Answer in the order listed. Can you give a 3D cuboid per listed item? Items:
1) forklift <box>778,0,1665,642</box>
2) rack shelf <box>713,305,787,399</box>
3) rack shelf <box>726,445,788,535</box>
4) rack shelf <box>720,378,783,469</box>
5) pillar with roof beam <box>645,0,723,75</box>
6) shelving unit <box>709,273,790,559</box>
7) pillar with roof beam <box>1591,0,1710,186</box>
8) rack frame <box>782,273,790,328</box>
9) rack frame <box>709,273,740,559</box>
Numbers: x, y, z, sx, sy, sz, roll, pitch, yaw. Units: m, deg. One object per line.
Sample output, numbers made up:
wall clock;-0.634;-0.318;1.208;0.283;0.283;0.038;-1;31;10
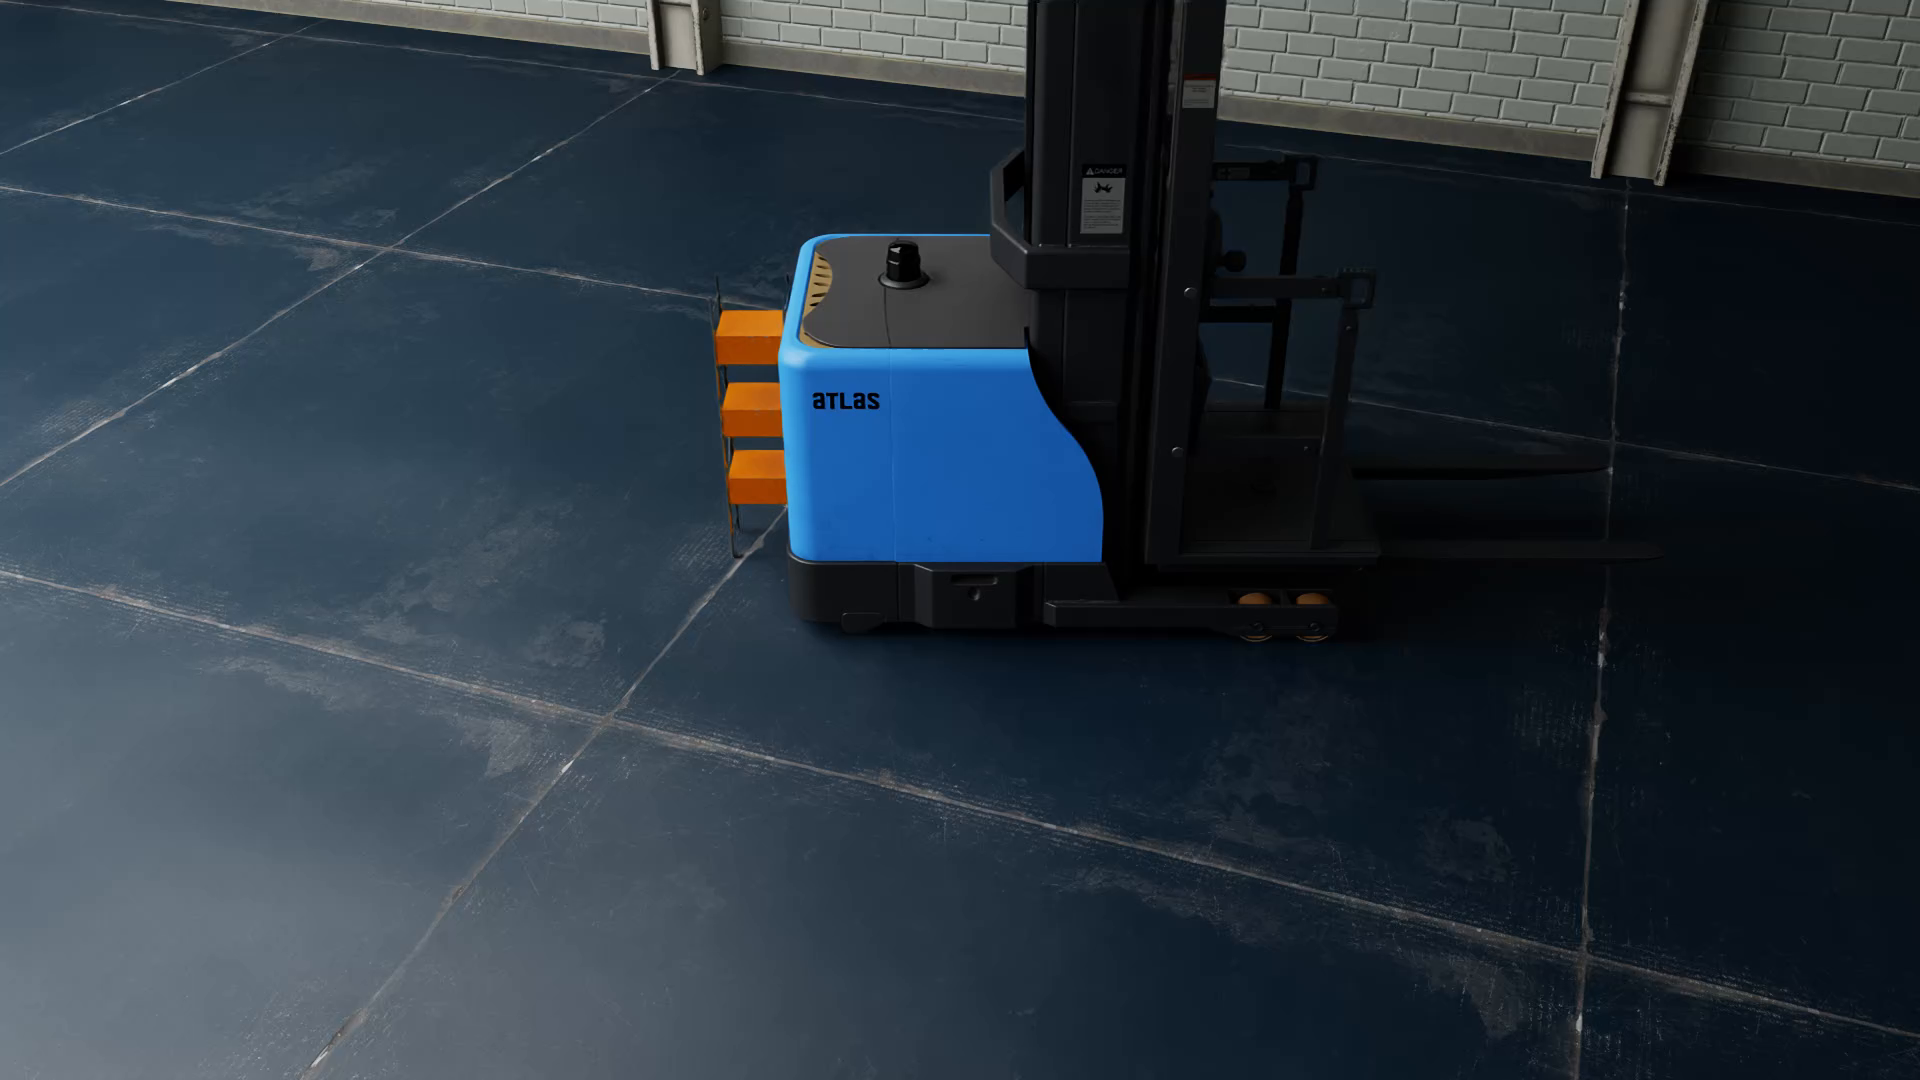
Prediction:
forklift;0.928;-1.172;5.363;3.031;2.935;1.130;0;33;0
rack shelf;-0.716;-0.655;5.793;0.240;0.259;0.215;0;33;0
rack shelf;-0.716;-0.183;6.098;0.240;0.259;0.215;0;33;0
rack shelf;-0.716;-0.417;5.947;0.240;0.259;0.215;0;33;0
pillar with roof beam;-3.282;-4.780;5.357;0.400;9.000;9.100;11;34;16
shelving unit;-0.716;-0.426;5.942;0.252;1.050;0.215;0;33;0
pillar with roof beam;2.366;-3.682;3.656;0.400;9.000;9.100;11;34;16
rack frame;-0.594;-0.426;5.941;0.008;1.050;0.200;0;33;0
rack frame;-0.838;-0.426;5.942;0.008;1.050;0.200;0;33;0
